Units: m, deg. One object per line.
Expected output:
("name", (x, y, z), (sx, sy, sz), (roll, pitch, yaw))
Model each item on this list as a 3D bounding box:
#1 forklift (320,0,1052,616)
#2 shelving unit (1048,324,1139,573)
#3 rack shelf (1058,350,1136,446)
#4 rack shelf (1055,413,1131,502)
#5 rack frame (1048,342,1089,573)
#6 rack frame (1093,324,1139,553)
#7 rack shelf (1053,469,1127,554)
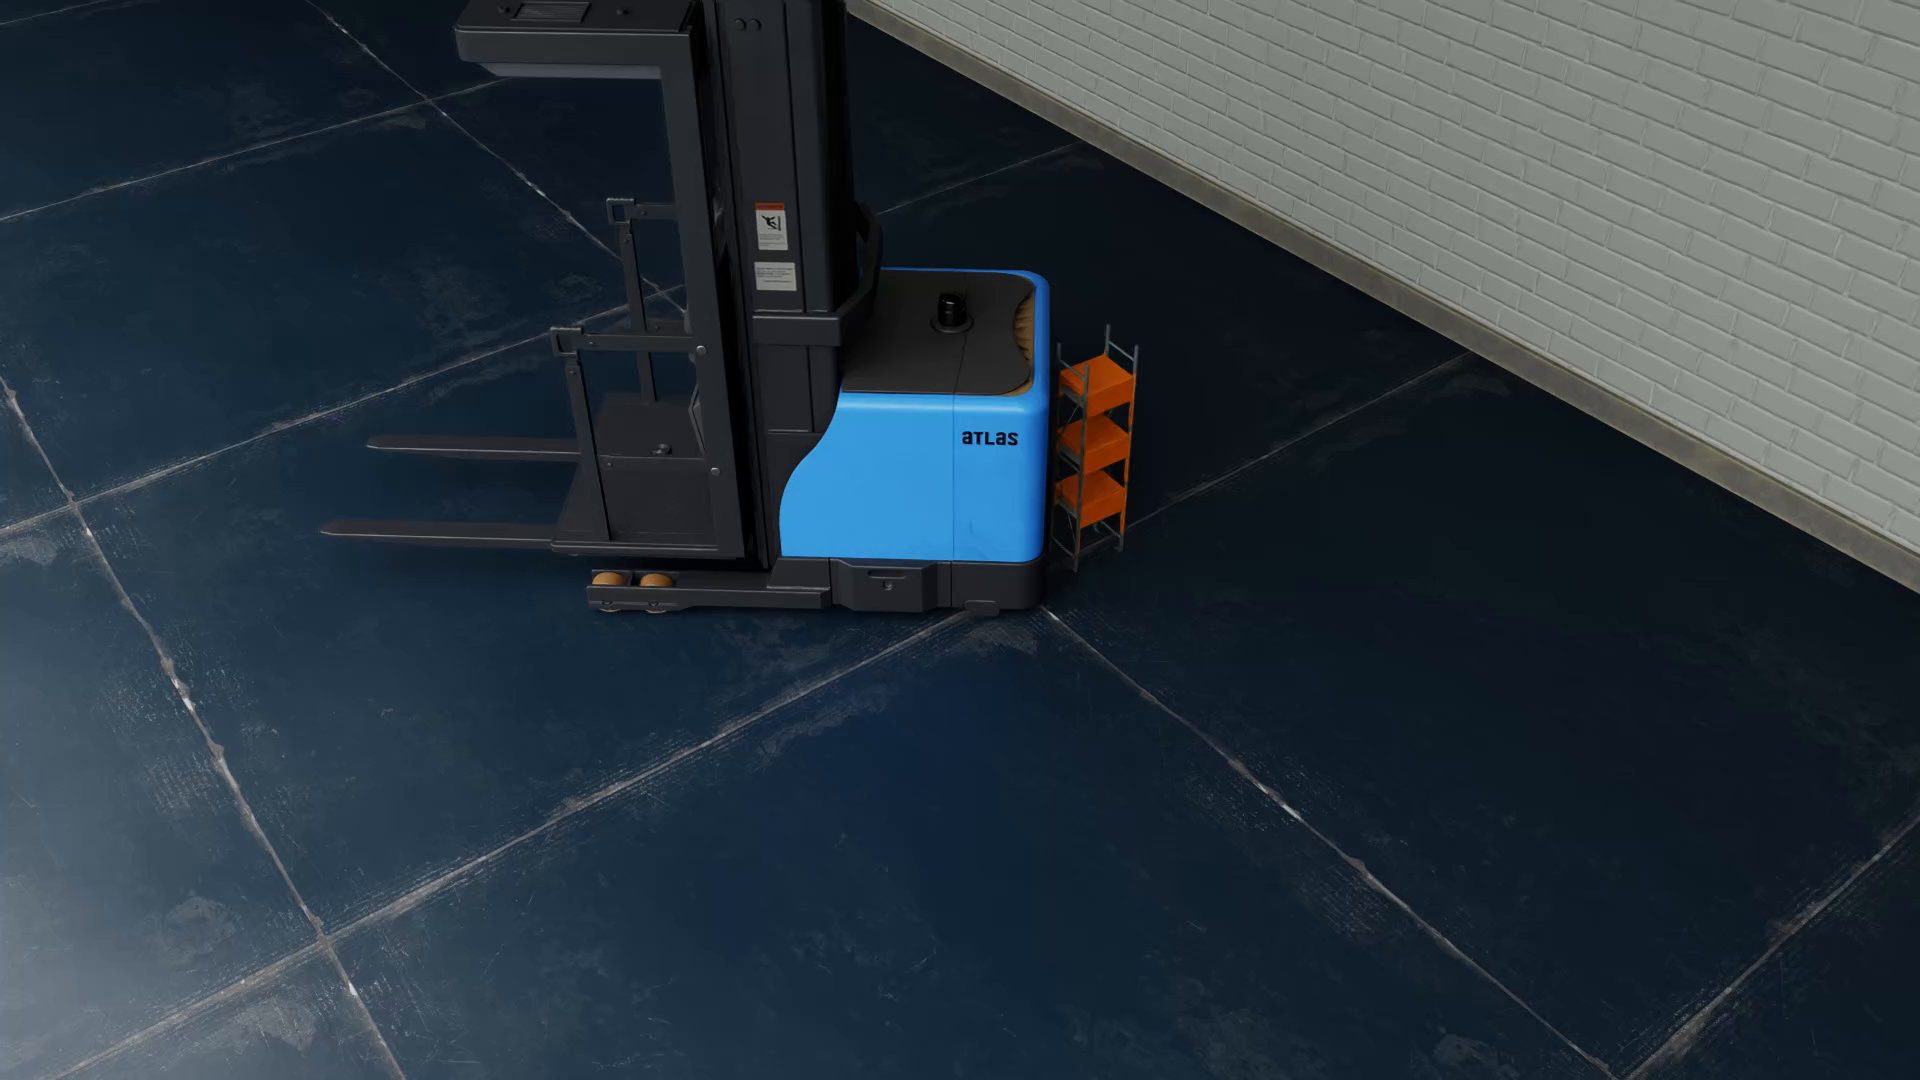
("forklift", (-1.146, -1.164, 6.358), (3.031, 2.935, 1.130), (2, 39, 2))
("shelving unit", (0.542, -0.362, 6.863), (0.252, 1.050, 0.215), (-23, 45, -25))
("rack shelf", (0.542, -0.573, 6.690), (0.240, 0.259, 0.215), (-23, 45, -25))
("rack shelf", (0.542, -0.354, 6.870), (0.240, 0.259, 0.215), (-23, 45, -25))
("rack frame", (0.441, -0.319, 6.811), (0.008, 1.050, 0.200), (-23, 45, -25))
("rack frame", (0.644, -0.405, 6.915), (0.008, 1.050, 0.200), (-23, 45, -25))
("rack shelf", (0.542, -0.139, 7.046), (0.240, 0.259, 0.215), (-23, 45, -25))
